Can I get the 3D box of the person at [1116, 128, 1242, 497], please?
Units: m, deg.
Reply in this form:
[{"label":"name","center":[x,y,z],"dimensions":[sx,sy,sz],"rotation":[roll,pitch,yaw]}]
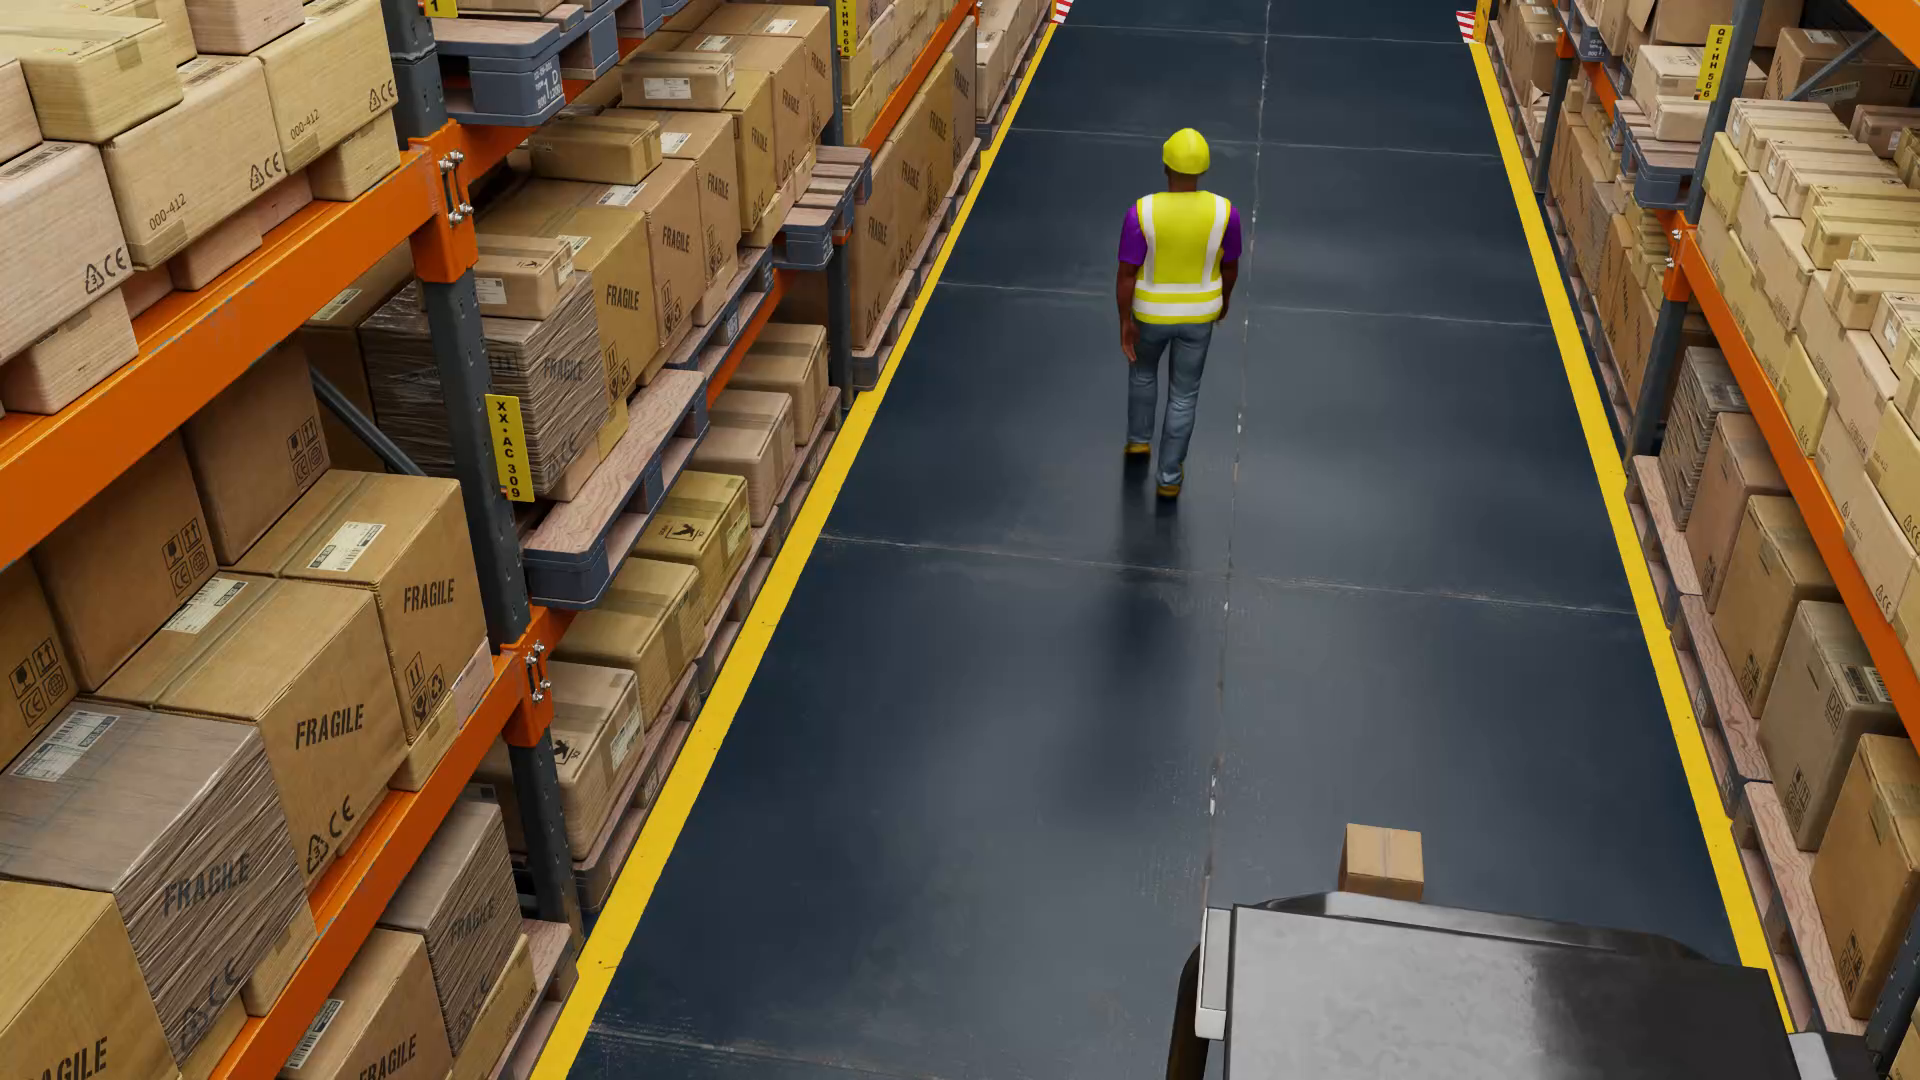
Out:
[{"label":"person","center":[1.012,-1.060,7.840],"dimensions":[0.563,1.833,0.653],"rotation":[3,32,5]}]
